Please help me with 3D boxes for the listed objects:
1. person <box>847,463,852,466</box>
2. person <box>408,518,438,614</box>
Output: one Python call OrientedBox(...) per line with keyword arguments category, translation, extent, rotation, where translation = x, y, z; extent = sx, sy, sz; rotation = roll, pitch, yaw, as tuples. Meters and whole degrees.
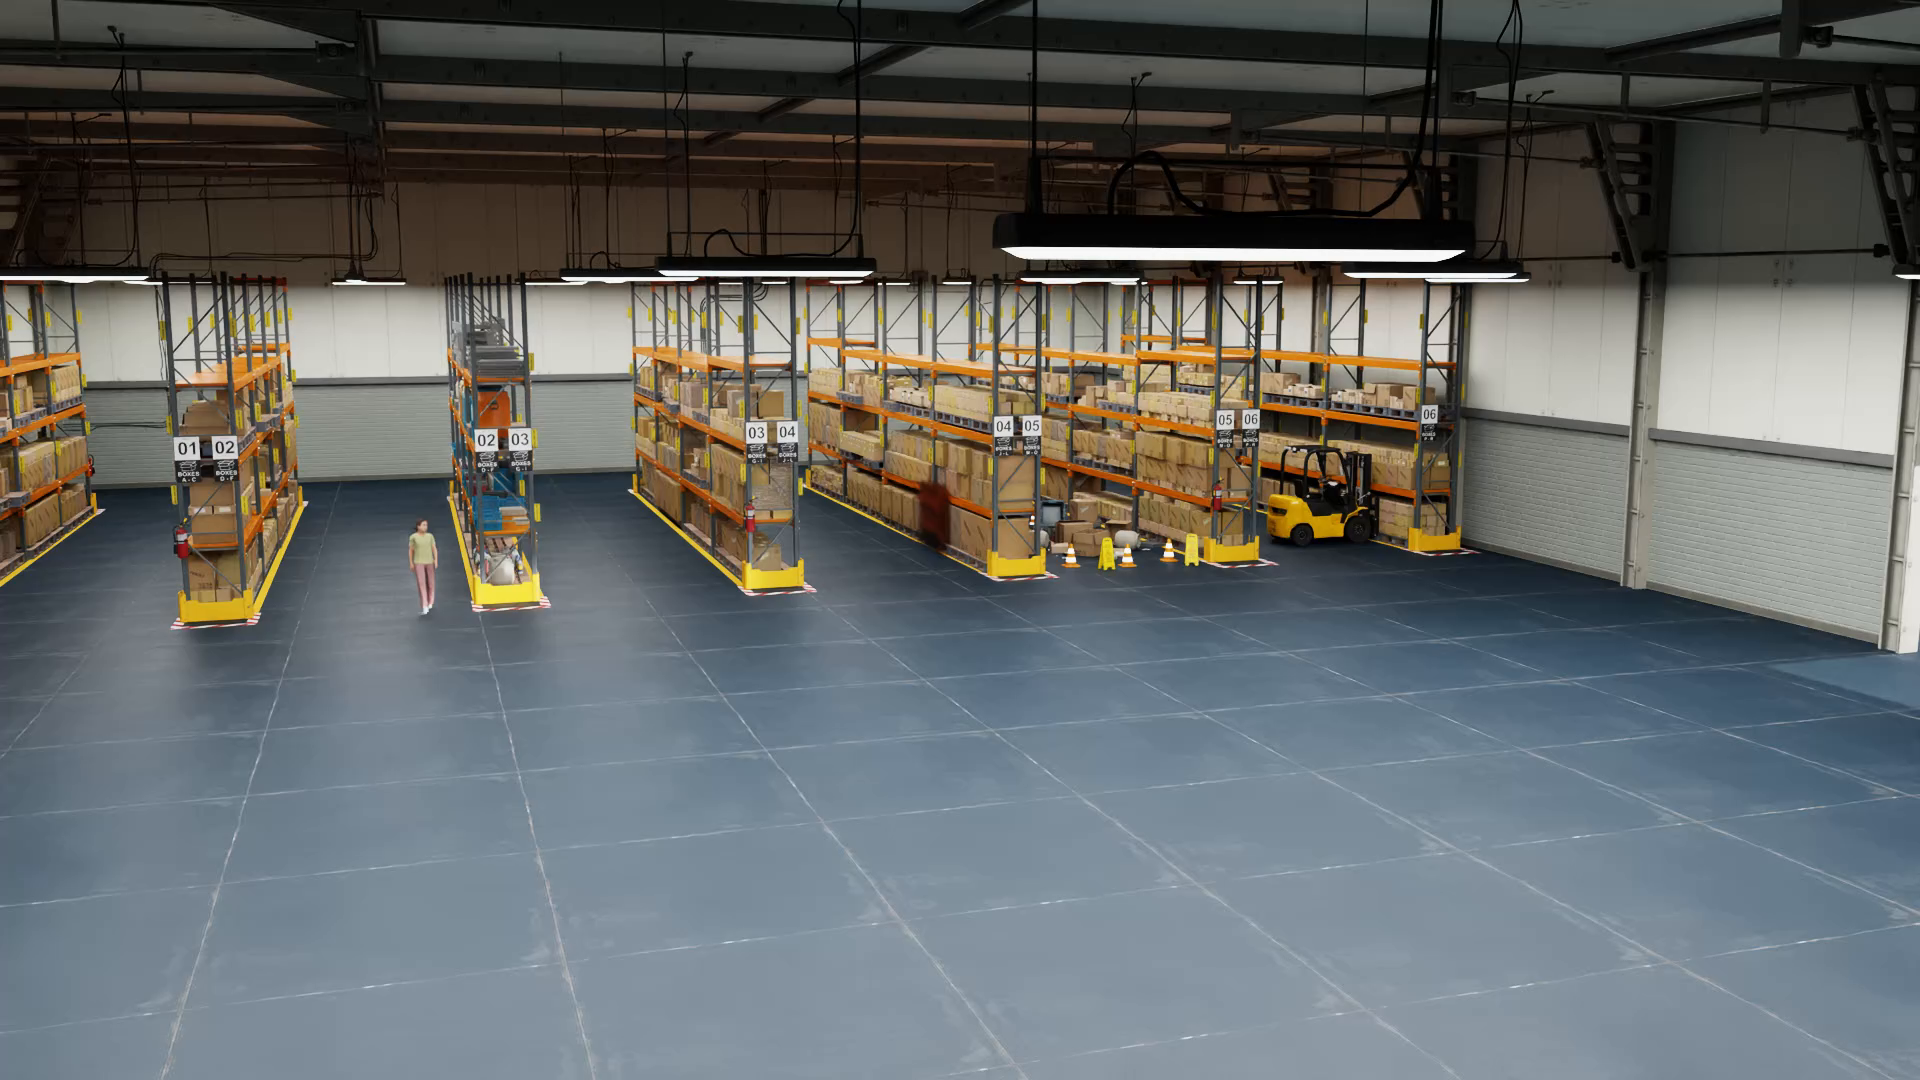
OrientedBox(category="person", translation=(-3.466, -2.756, 50.522), extent=(0.453, 1.807, 0.646), rotation=(-4, 10, -27))
OrientedBox(category="person", translation=(-9.528, 0.459, 29.690), extent=(0.472, 1.660, 0.761), rotation=(-5, 10, -32))
